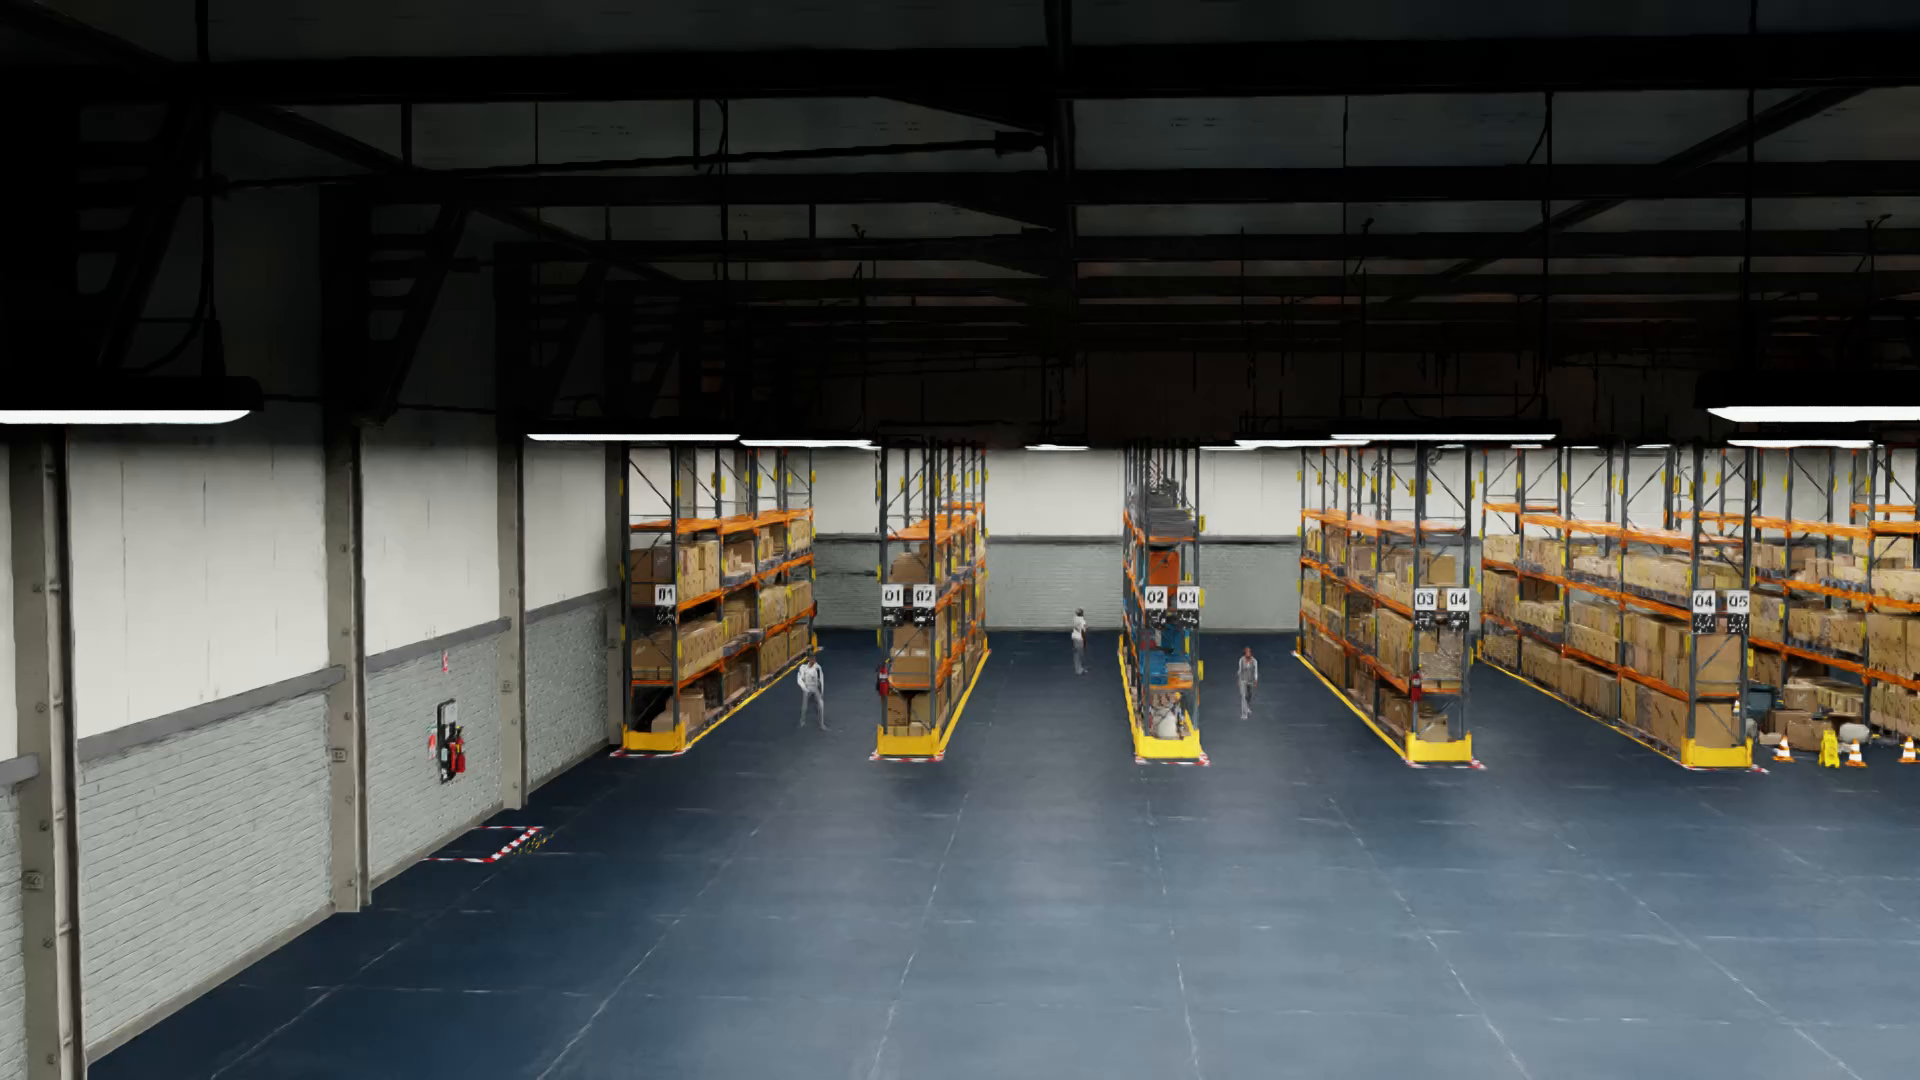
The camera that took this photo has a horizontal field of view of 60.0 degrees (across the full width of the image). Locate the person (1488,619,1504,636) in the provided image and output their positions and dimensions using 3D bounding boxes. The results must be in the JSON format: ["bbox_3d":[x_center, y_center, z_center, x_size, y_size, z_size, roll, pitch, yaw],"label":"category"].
[{"bbox_3d":[15.478,2.287,47.919,0.562,1.760,0.567,3,4,41],"label":"person"}]

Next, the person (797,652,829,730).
[{"bbox_3d":[-3.060,3.080,34.208,0.638,1.602,0.814,-1,3,-13],"label":"person"}]

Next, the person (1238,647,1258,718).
[{"bbox_3d":[6.192,3.034,35.726,0.416,1.512,1.039,0,3,2],"label":"person"}]

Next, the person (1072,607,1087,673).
[{"bbox_3d":[3.118,2.572,43.078,0.417,1.679,0.506,-1,3,-26],"label":"person"}]
